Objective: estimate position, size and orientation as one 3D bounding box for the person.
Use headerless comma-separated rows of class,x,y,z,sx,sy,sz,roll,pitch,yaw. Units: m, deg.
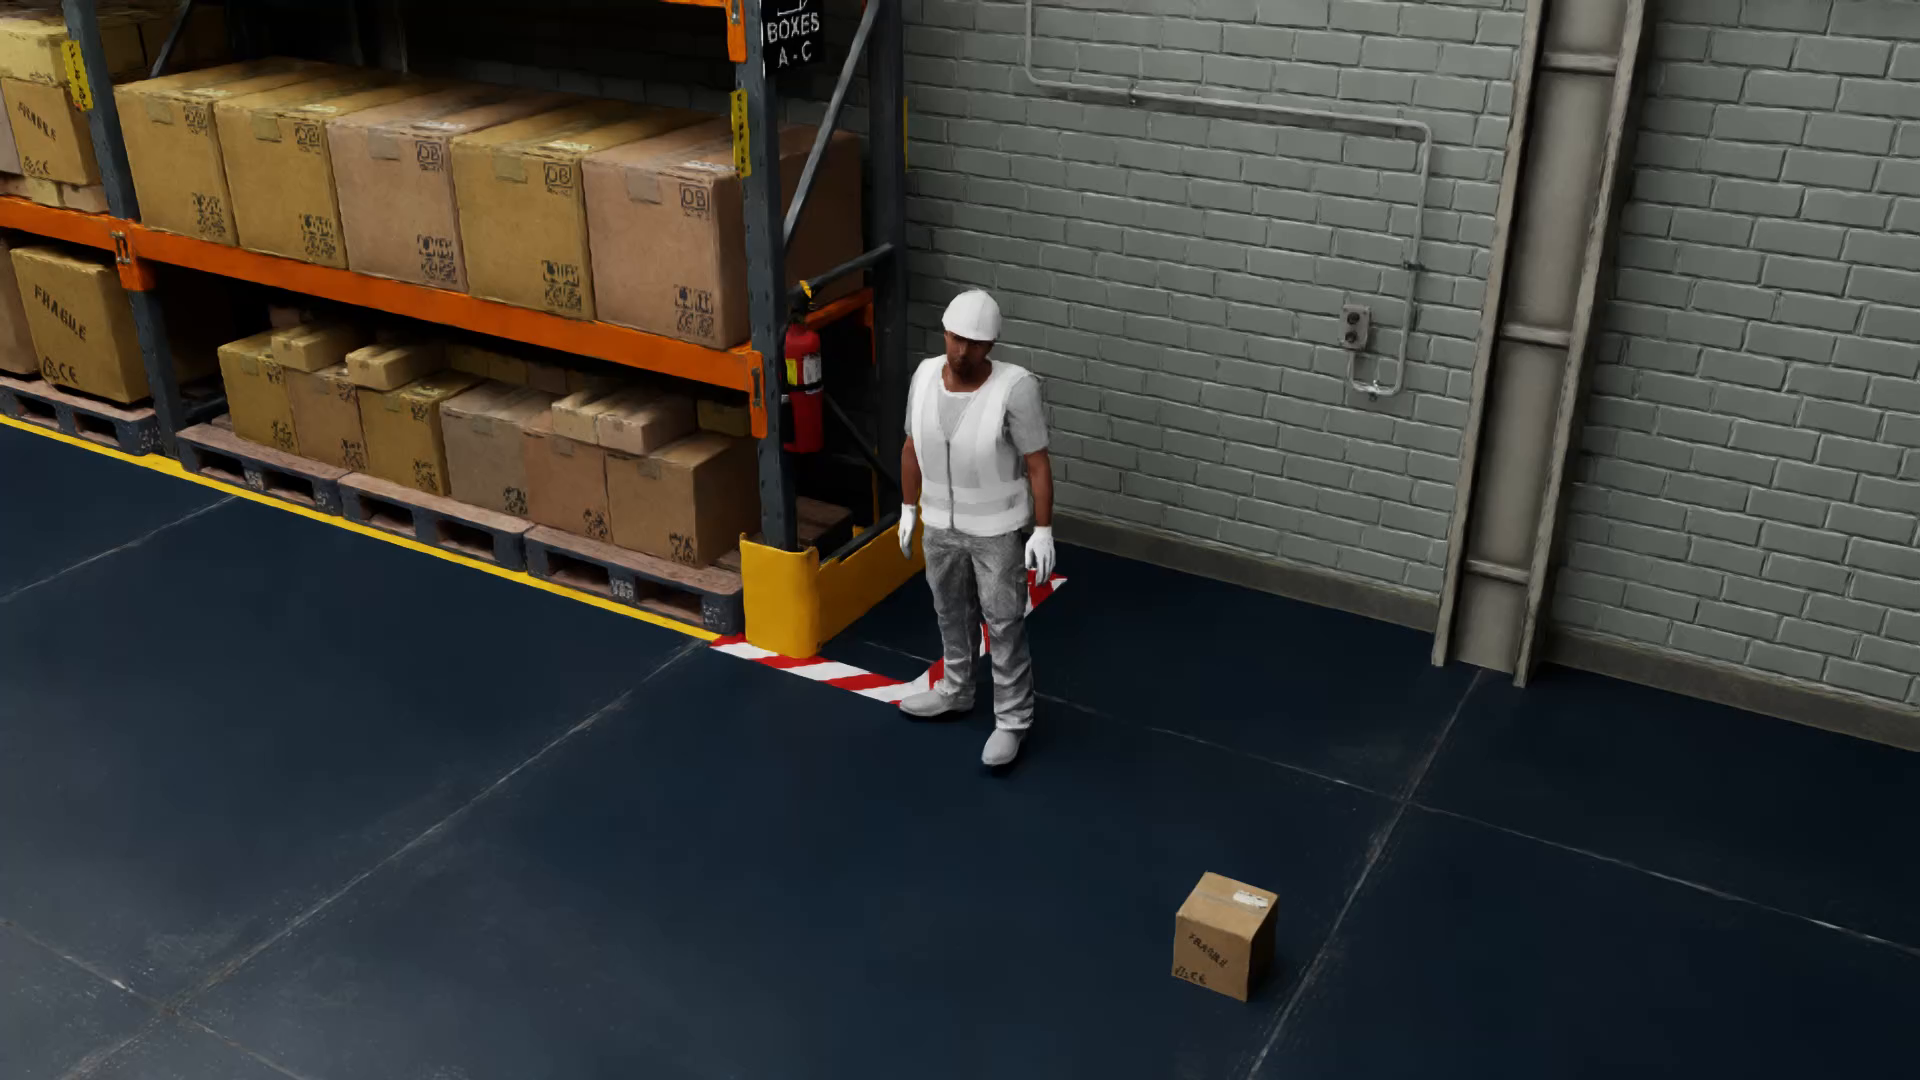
person,0.055,-0.047,6.115,0.678,1.786,0.429,16,30,29
